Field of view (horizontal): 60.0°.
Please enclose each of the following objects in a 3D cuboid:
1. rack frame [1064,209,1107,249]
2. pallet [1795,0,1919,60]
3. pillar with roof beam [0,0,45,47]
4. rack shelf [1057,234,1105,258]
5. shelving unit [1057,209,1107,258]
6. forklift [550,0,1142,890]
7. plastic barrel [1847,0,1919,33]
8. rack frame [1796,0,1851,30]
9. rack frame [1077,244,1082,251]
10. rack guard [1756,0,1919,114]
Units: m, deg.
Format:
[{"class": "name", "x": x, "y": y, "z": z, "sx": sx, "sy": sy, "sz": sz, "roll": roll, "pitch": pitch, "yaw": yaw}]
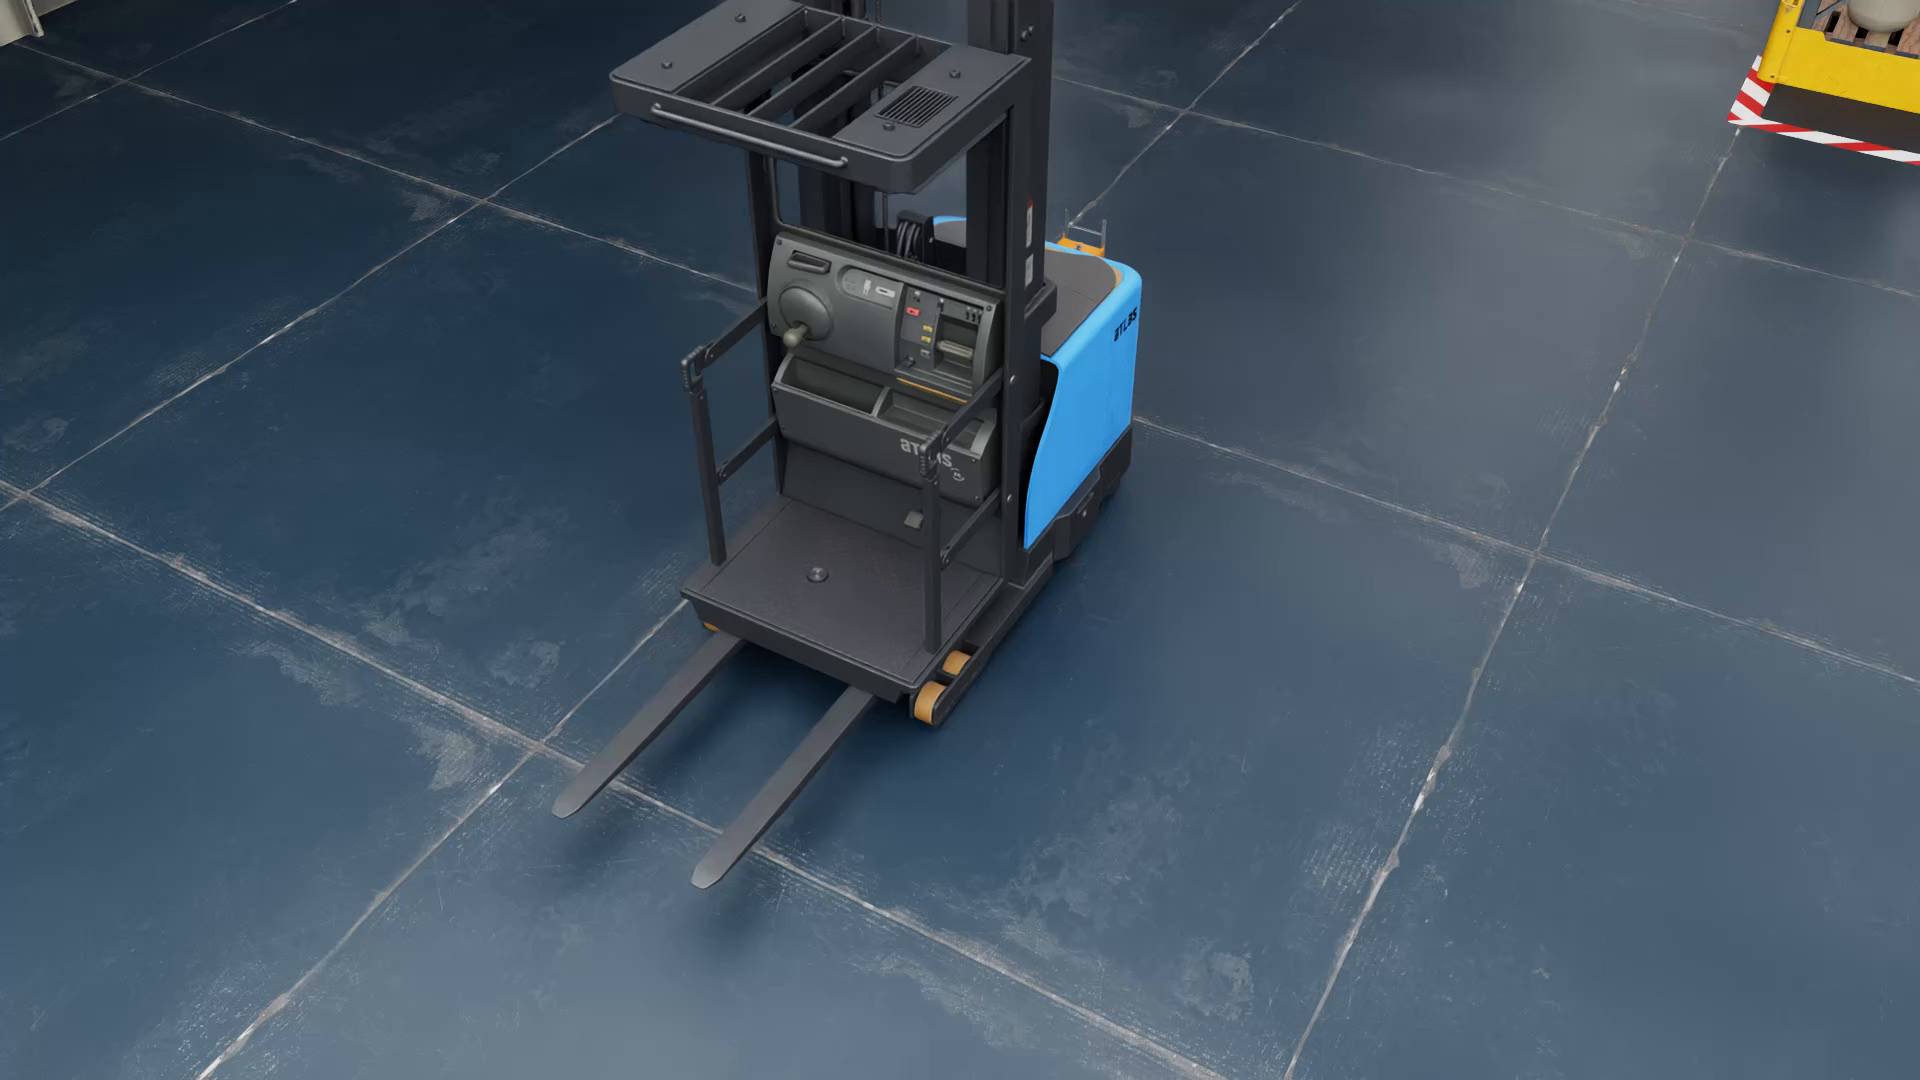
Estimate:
[{"class": "rack frame", "x": 0.546, "y": -1.024, "z": 7.618, "sx": 0.200, "sy": 1.050, "sz": 0.008, "roll": 21, "pitch": 45, "yaw": 22}, {"class": "pallet", "x": 6.059, "y": -3.381, "z": 10.929, "sx": 1.003, "sy": 0.211, "sz": 1.213, "roll": 21, "pitch": 45, "yaw": 22}, {"class": "pillar with roof beam", "x": -2.601, "y": -5.263, "z": 6.417, "sx": 9.100, "sy": 9.000, "sz": 0.400, "roll": 21, "pitch": 45, "yaw": 22}, {"class": "rack shelf", "x": 0.488, "y": -1.163, "z": 7.360, "sx": 0.215, "sy": 0.259, "sz": 0.240, "roll": 21, "pitch": 45, "yaw": 22}, {"class": "shelving unit", "x": 0.486, "y": -0.956, "z": 7.538, "sx": 0.215, "sy": 1.050, "sz": 0.252, "roll": 21, "pitch": 45, "yaw": 22}, {"class": "forklift", "x": -0.397, "y": -0.736, "z": 5.868, "sx": 1.130, "sy": 2.935, "sz": 3.031, "roll": 21, "pitch": 45, "yaw": 22}, {"class": "plastic barrel", "x": 5.914, "y": -3.531, "z": 10.555, "sx": 0.421, "sy": 0.512, "sz": 0.421, "roll": 0, "pitch": 41, "yaw": 0}, {"class": "rack frame", "x": 5.651, "y": -3.905, "z": 9.415, "sx": 1.000, "sy": 3.000, "sz": 0.127, "roll": 21, "pitch": 45, "yaw": 22}, {"class": "rack frame", "x": 0.425, "y": -0.887, "z": 7.457, "sx": 0.200, "sy": 1.050, "sz": 0.008, "roll": 21, "pitch": 45, "yaw": 22}, {"class": "rack guard", "x": 5.648, "y": -3.026, "z": 10.308, "sx": 1.175, "sy": 0.500, "sz": 0.348, "roll": 21, "pitch": 45, "yaw": 22}]
